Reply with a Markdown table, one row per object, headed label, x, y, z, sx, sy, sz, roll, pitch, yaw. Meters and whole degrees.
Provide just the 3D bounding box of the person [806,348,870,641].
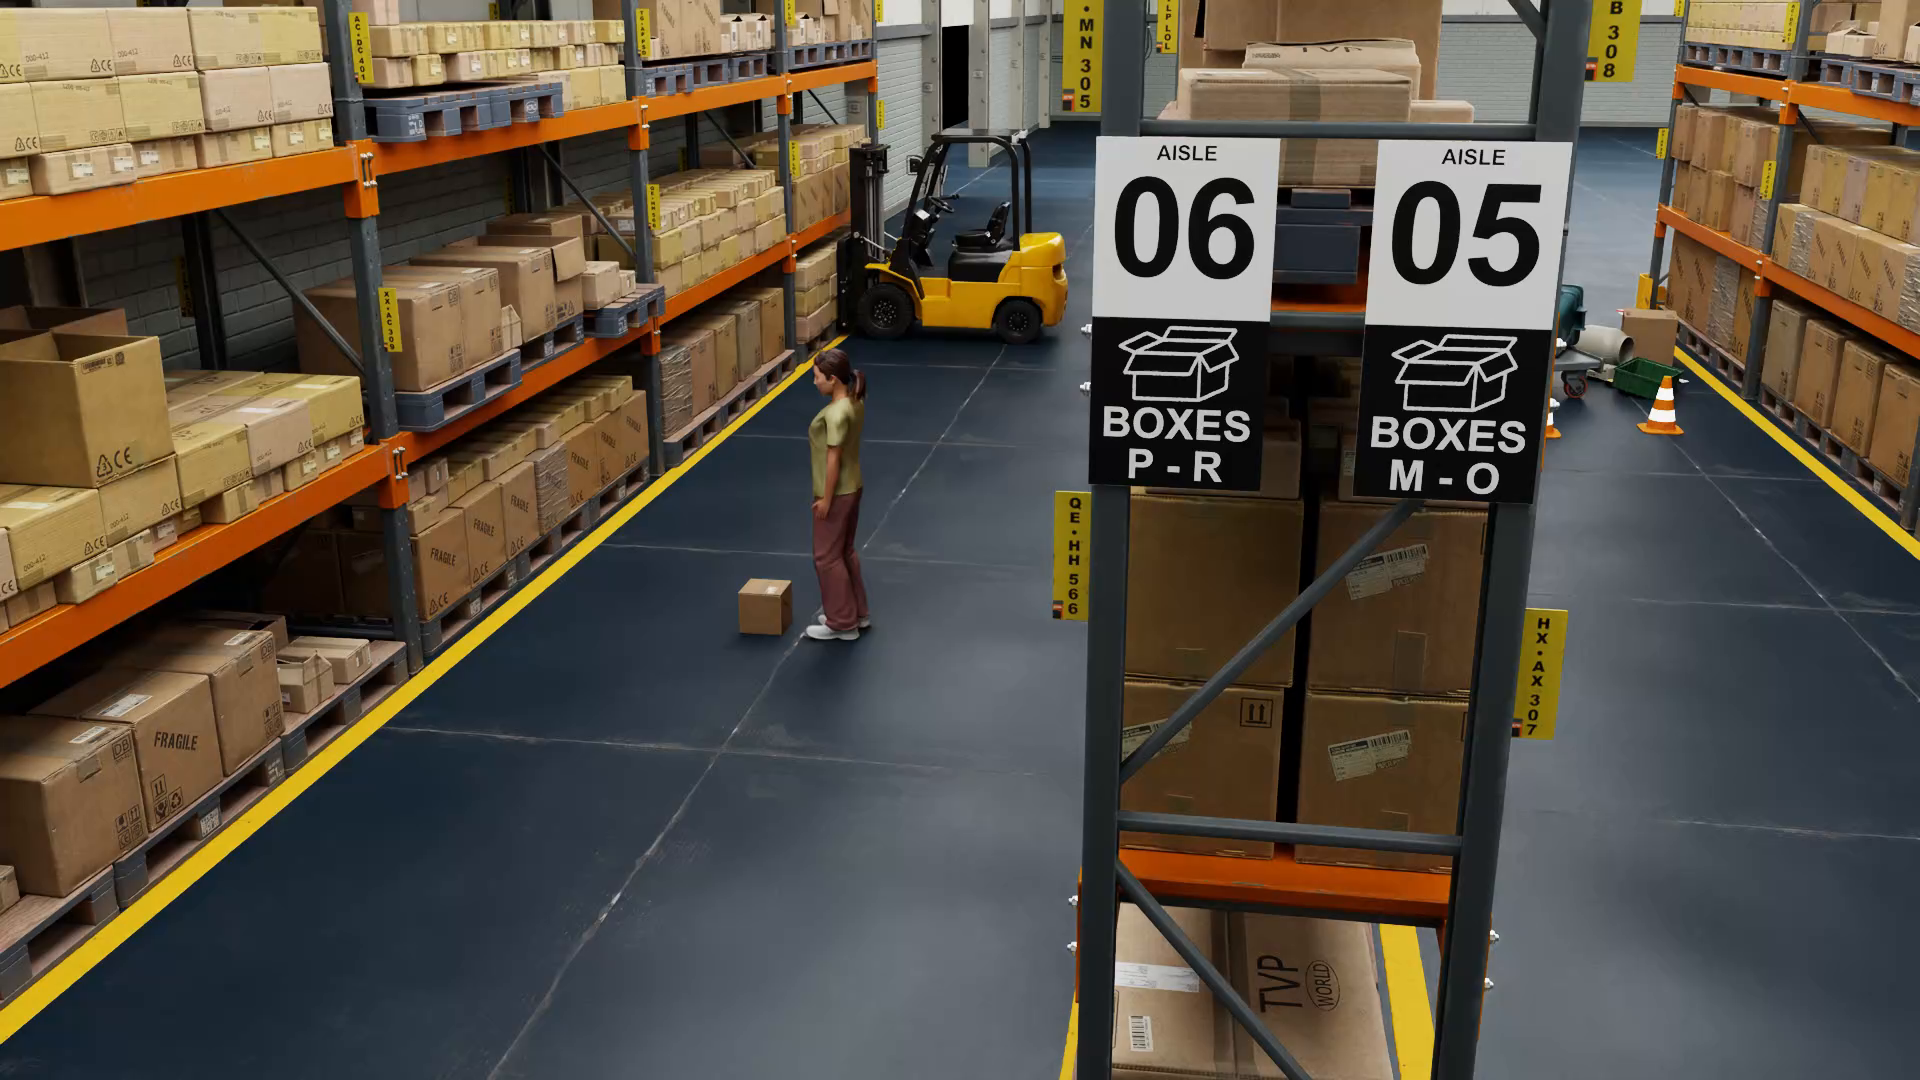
| label | x | y | z | sx | sy | sz | roll | pitch | yaw |
| --- | --- | --- | --- | --- | --- | --- | --- | --- | --- |
| person | -0.683 | -0.253 | 9.353 | 0.369 | 1.673 | 0.445 | 3 | 18 | 10 |
